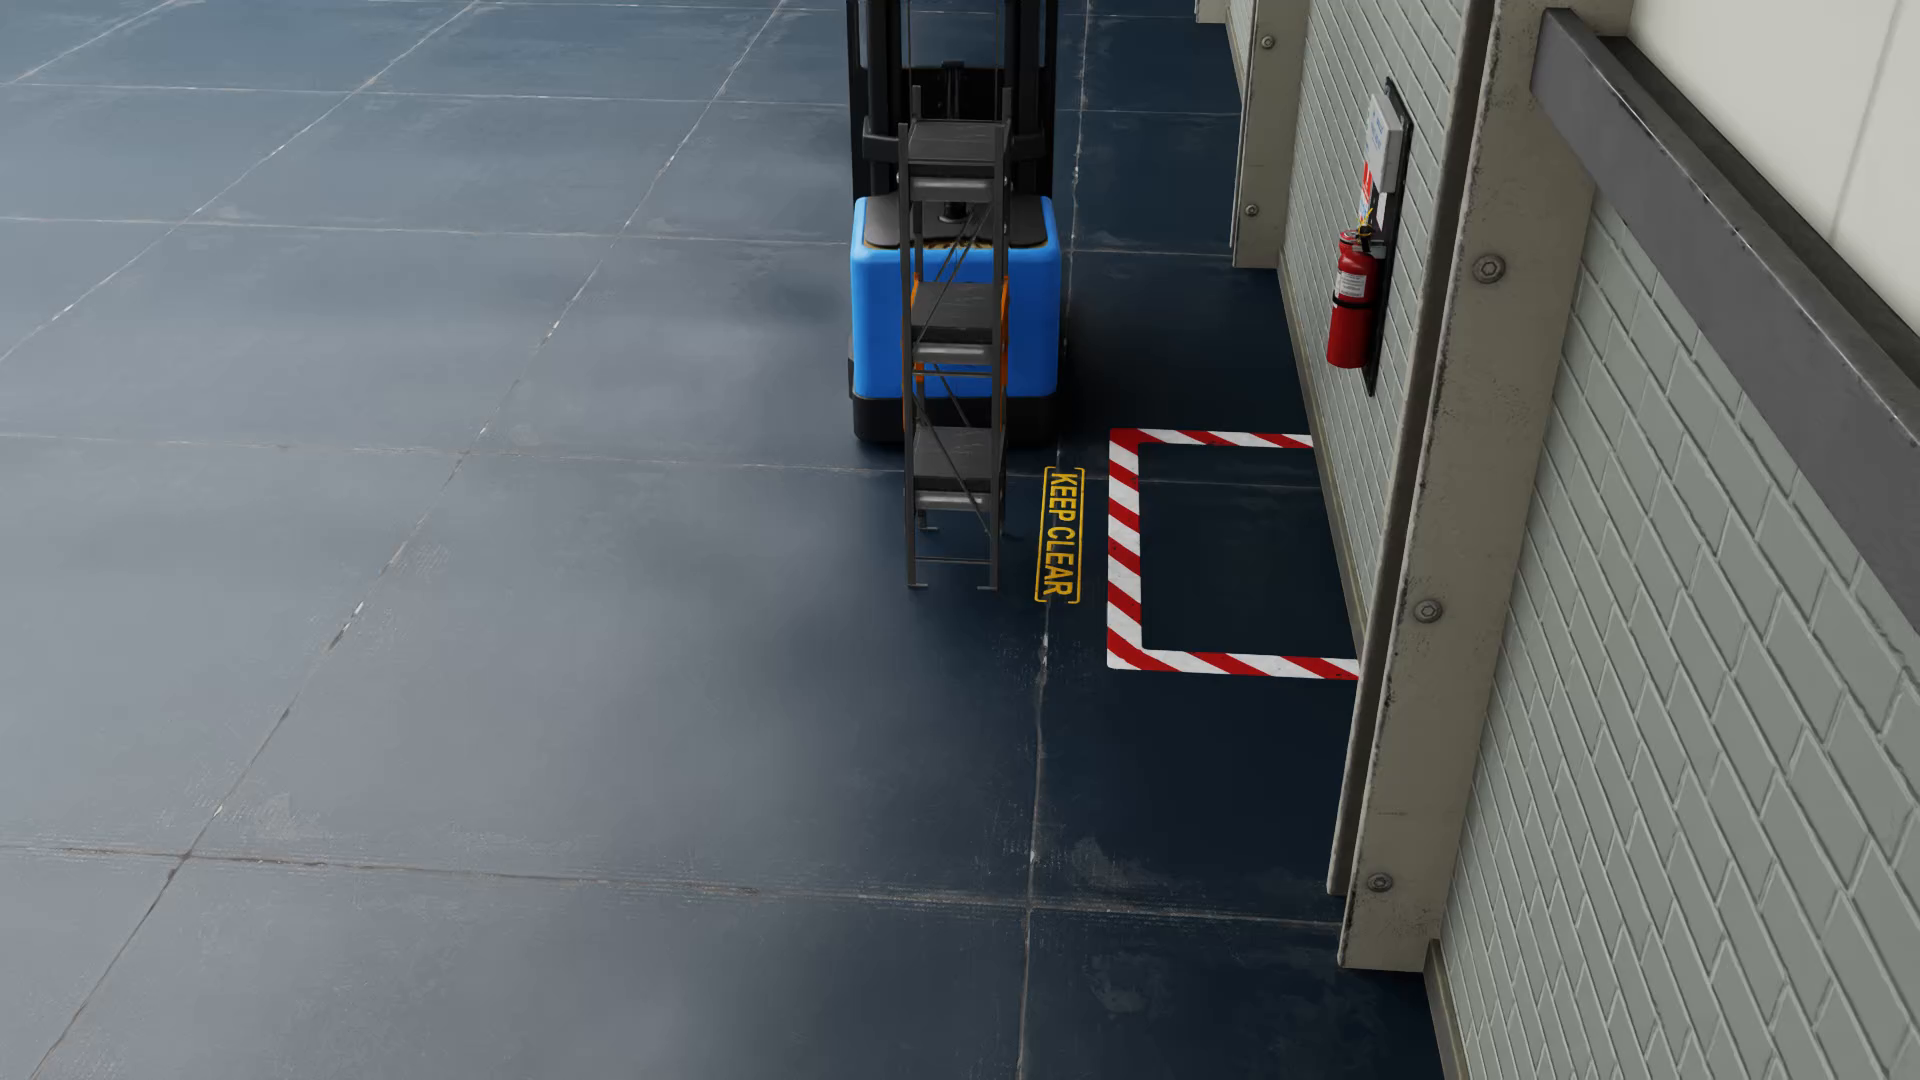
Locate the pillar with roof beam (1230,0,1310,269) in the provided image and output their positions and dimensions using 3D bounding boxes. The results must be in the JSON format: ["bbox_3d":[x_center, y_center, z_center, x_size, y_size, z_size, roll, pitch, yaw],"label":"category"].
[{"bbox_3d":[-2.385,-5.845,8.656,9.100,9.000,0.400,2,32,4],"label":"pillar with roof beam"}]

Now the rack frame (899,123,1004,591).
[{"bbox_3d":[-0.033,-0.680,6.852,0.400,2.100,0.015,2,32,4],"label":"rack frame"}]

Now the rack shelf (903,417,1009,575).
[{"bbox_3d":[-0.013,-0.200,7.433,0.431,0.518,0.480,2,32,4],"label":"rack shelf"}]

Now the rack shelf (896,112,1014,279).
[{"bbox_3d":[-0.013,-1.392,6.699,0.431,0.518,0.480,2,32,4],"label":"rack shelf"}]

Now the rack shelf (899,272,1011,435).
[{"bbox_3d":[-0.013,-0.796,7.066,0.431,0.518,0.480,2,32,4],"label":"rack shelf"}]

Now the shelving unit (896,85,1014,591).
[{"bbox_3d":[-0.013,-0.807,7.059,0.431,2.100,0.503,2,32,4],"label":"shelving unit"}]

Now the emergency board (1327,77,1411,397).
[{"bbox_3d":[1.656,-1.260,6.935,0.194,1.169,0.643,2,32,4],"label":"emergency board"}]

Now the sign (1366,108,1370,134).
[{"bbox_3d":[1.795,-1.783,7.246,0.001,0.109,0.331,2,32,4],"label":"sign"}]

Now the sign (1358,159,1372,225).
[{"bbox_3d":[1.804,-1.560,7.388,0.001,0.329,0.234,2,32,4],"label":"sign"}]

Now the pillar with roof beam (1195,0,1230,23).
[{"bbox_3d":[-1.897,-8.982,13.747,9.100,9.000,0.400,2,32,4],"label":"pillar with roof beam"}]

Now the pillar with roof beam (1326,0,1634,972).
[{"bbox_3d":[-2.874,-2.707,3.566,9.100,9.000,0.400,2,32,4],"label":"pillar with roof beam"}]

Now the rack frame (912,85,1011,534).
[{"bbox_3d":[0.006,-0.935,7.266,0.400,2.100,0.015,2,32,4],"label":"rack frame"}]

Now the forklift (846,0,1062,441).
[{"bbox_3d":[-0.046,-2.484,8.987,1.130,2.935,3.031,-1,32,-1],"label":"forklift"}]
